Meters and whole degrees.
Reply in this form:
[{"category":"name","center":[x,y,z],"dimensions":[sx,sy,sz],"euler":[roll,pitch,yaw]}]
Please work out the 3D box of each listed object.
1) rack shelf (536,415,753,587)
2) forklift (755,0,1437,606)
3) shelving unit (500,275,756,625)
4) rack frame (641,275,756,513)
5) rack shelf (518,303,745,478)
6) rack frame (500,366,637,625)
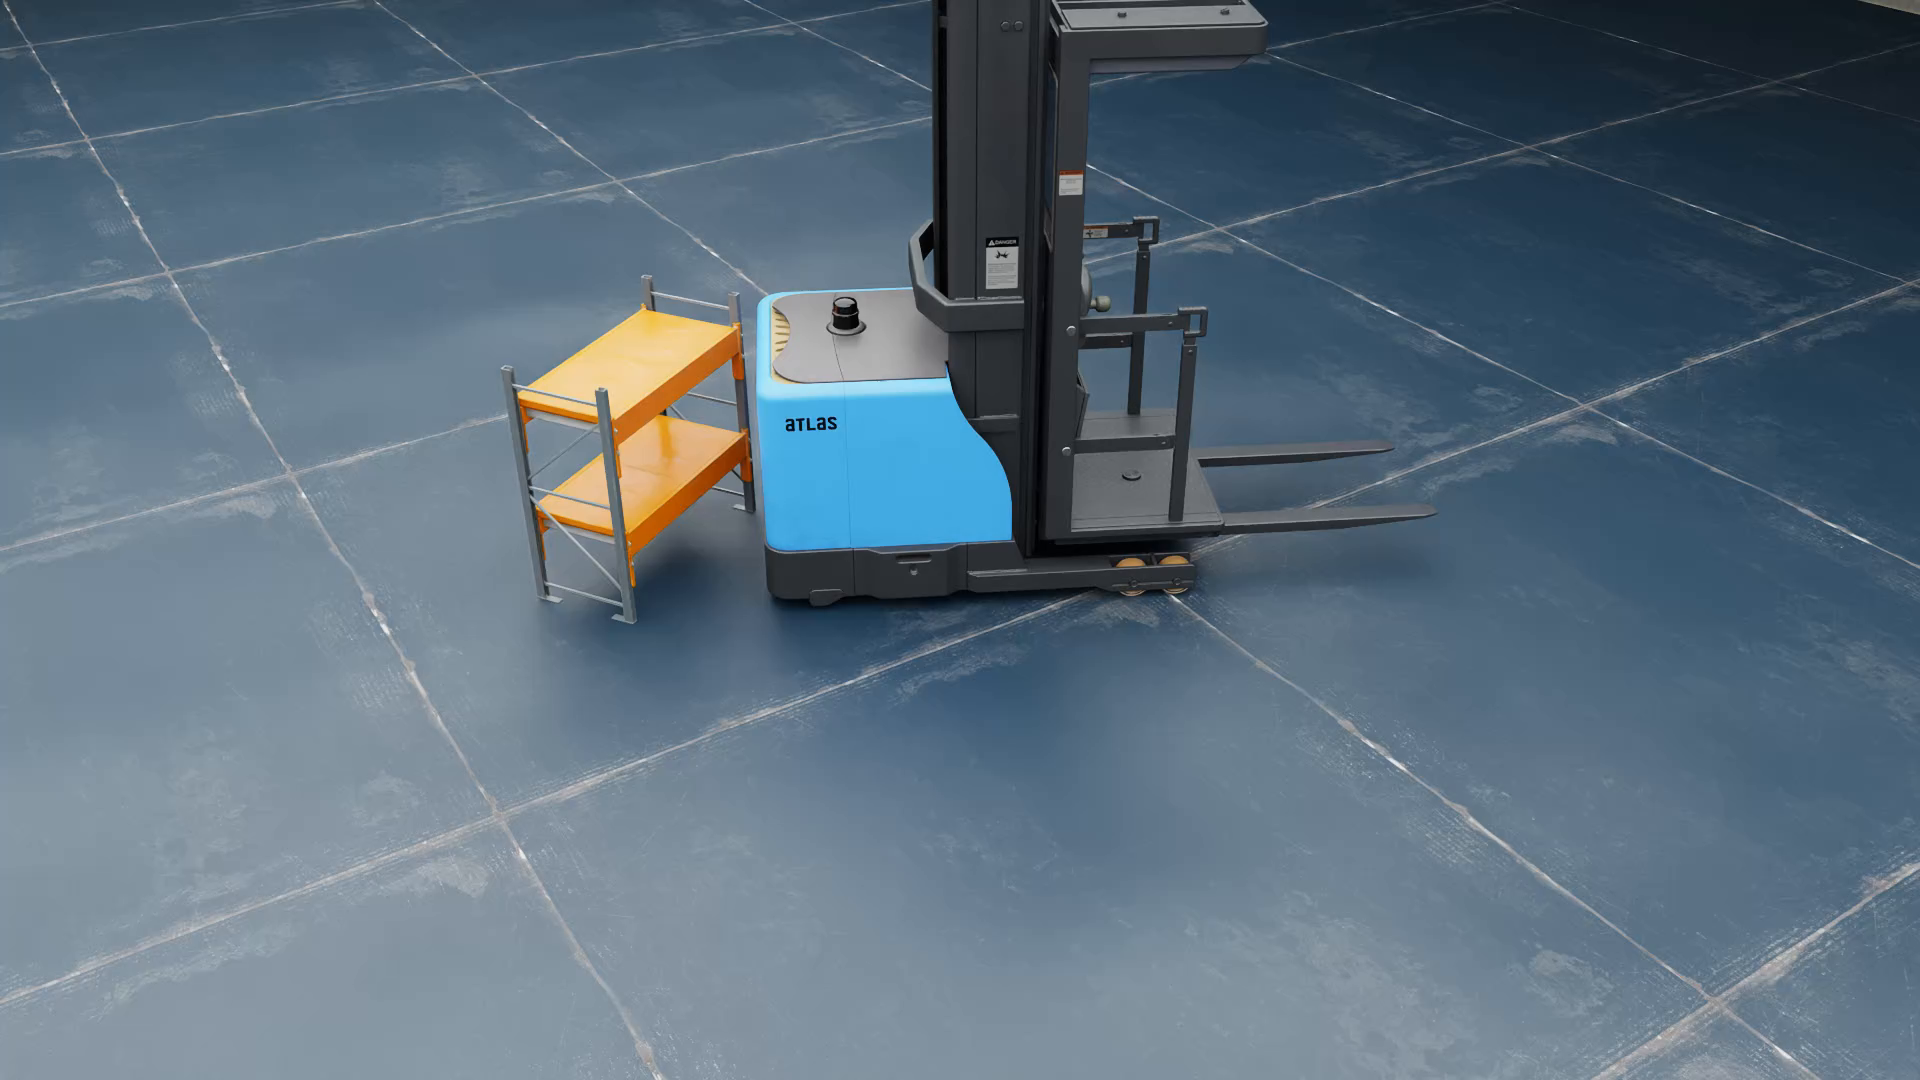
[{"category":"rack shelf","center":[-1.421,-0.213,7.492],"dimensions":[0.538,0.278,1.000],"euler":[14,35,20]},{"category":"forklift","center":[0.624,-1.272,7.019],"dimensions":[3.031,2.935,1.130],"euler":[-3,32,-5]},{"category":"shelving unit","center":[-1.421,-0.420,7.361],"dimensions":[0.538,1.125,1.048],"euler":[14,35,20]},{"category":"rack frame","center":[-1.211,-0.667,7.753],"dimensions":[0.500,1.125,0.032],"euler":[14,35,20]},{"category":"rack shelf","center":[-1.421,-0.667,7.205],"dimensions":[0.538,0.278,1.000],"euler":[14,35,20]},{"category":"rack frame","center":[-1.631,-0.173,6.969],"dimensions":[0.500,1.125,0.032],"euler":[14,35,20]}]
